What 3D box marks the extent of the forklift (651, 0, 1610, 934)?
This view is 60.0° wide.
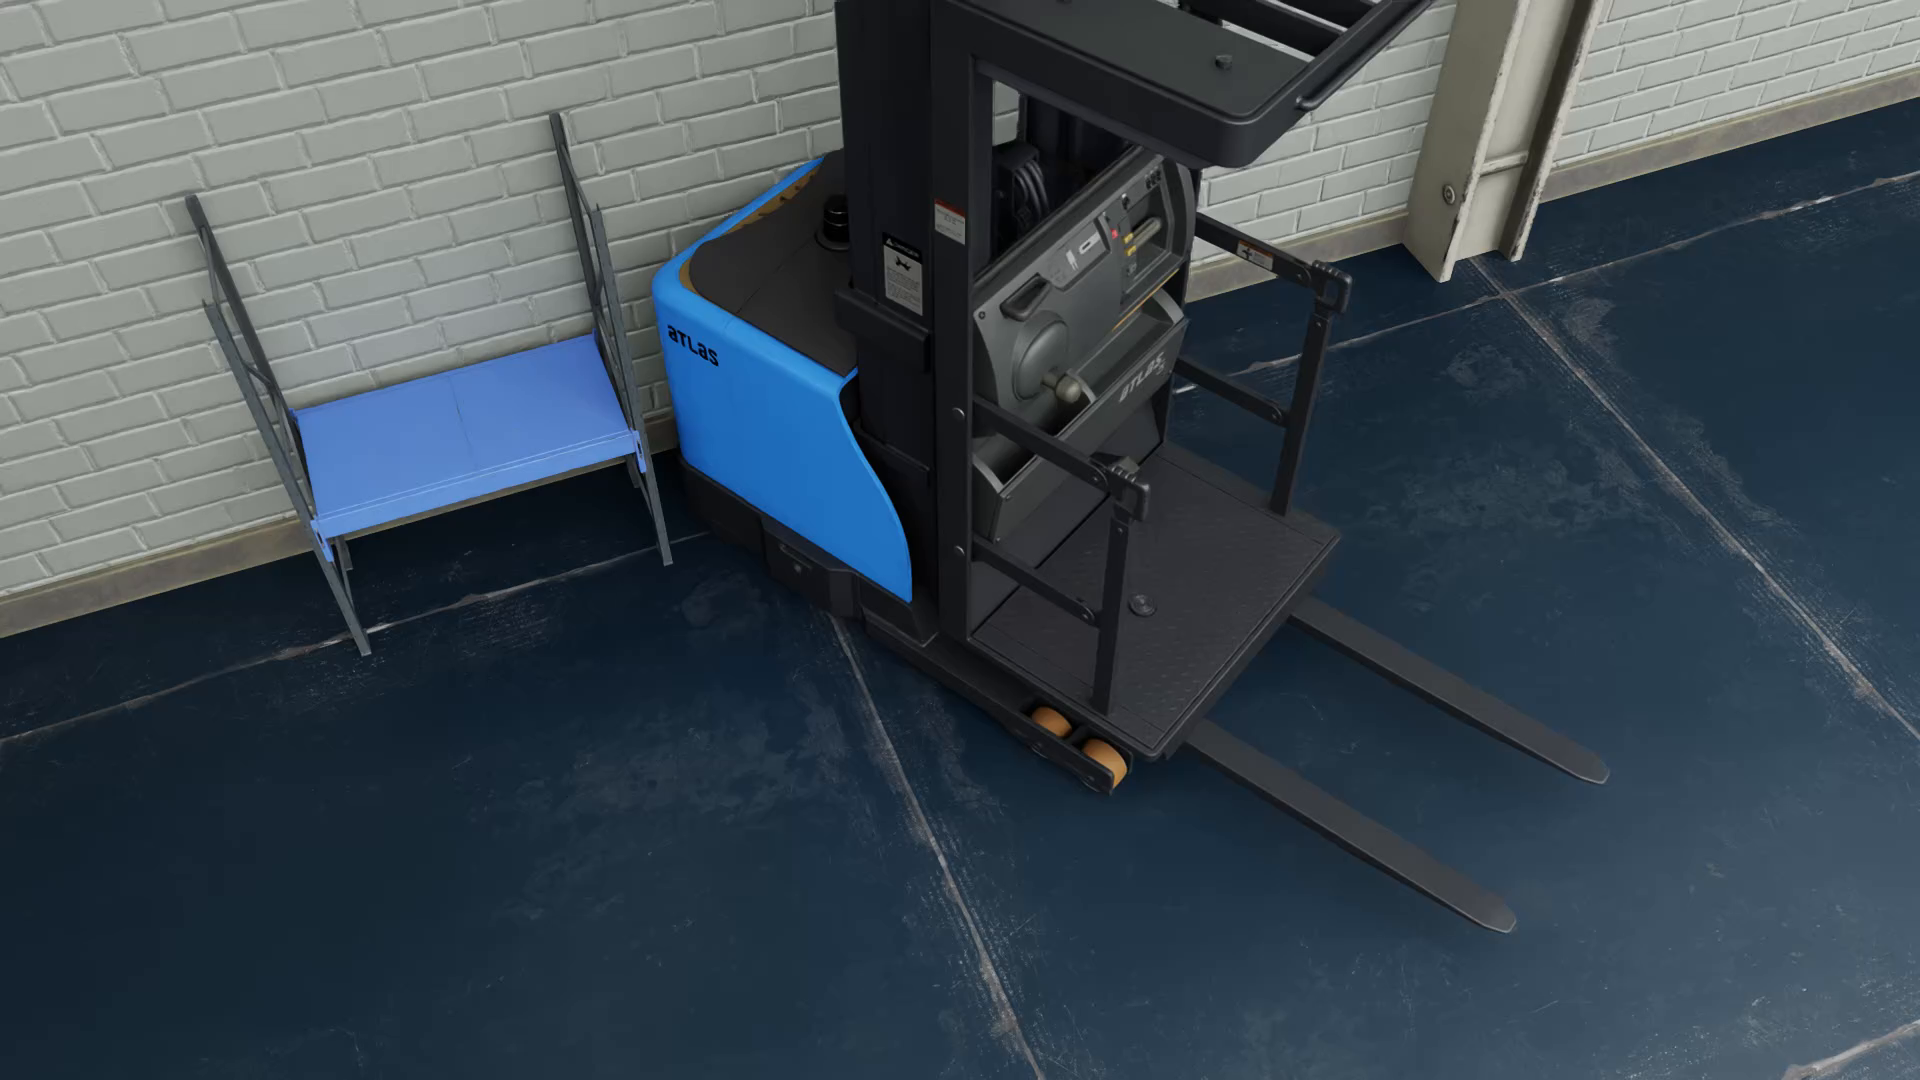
[{"bbox_3d":[0.514,-0.646,4.373,3.031,2.935,1.130,31,56,24],"label":"forklift"}]

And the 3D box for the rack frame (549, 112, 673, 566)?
[{"bbox_3d":[-1.089,-0.579,5.258,0.032,1.500,0.500,-17,52,-14],"label":"rack frame"}]

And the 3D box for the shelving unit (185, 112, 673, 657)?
[{"bbox_3d":[-1.559,-0.433,5.133,1.048,1.500,0.538,-17,52,-14],"label":"shelving unit"}]

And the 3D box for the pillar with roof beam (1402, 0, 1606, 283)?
[{"bbox_3d":[3.662,-1.098,0.762,0.400,9.000,9.100,-17,52,-14],"label":"pillar with roof beam"}]

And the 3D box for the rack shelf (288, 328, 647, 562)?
[{"bbox_3d":[-1.559,-0.316,5.270,1.000,0.185,0.538,-17,52,-14],"label":"rack shelf"}]

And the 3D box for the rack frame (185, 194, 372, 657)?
[{"bbox_3d":[-2.030,-0.287,5.008,0.032,1.500,0.500,-17,52,-14],"label":"rack frame"}]
